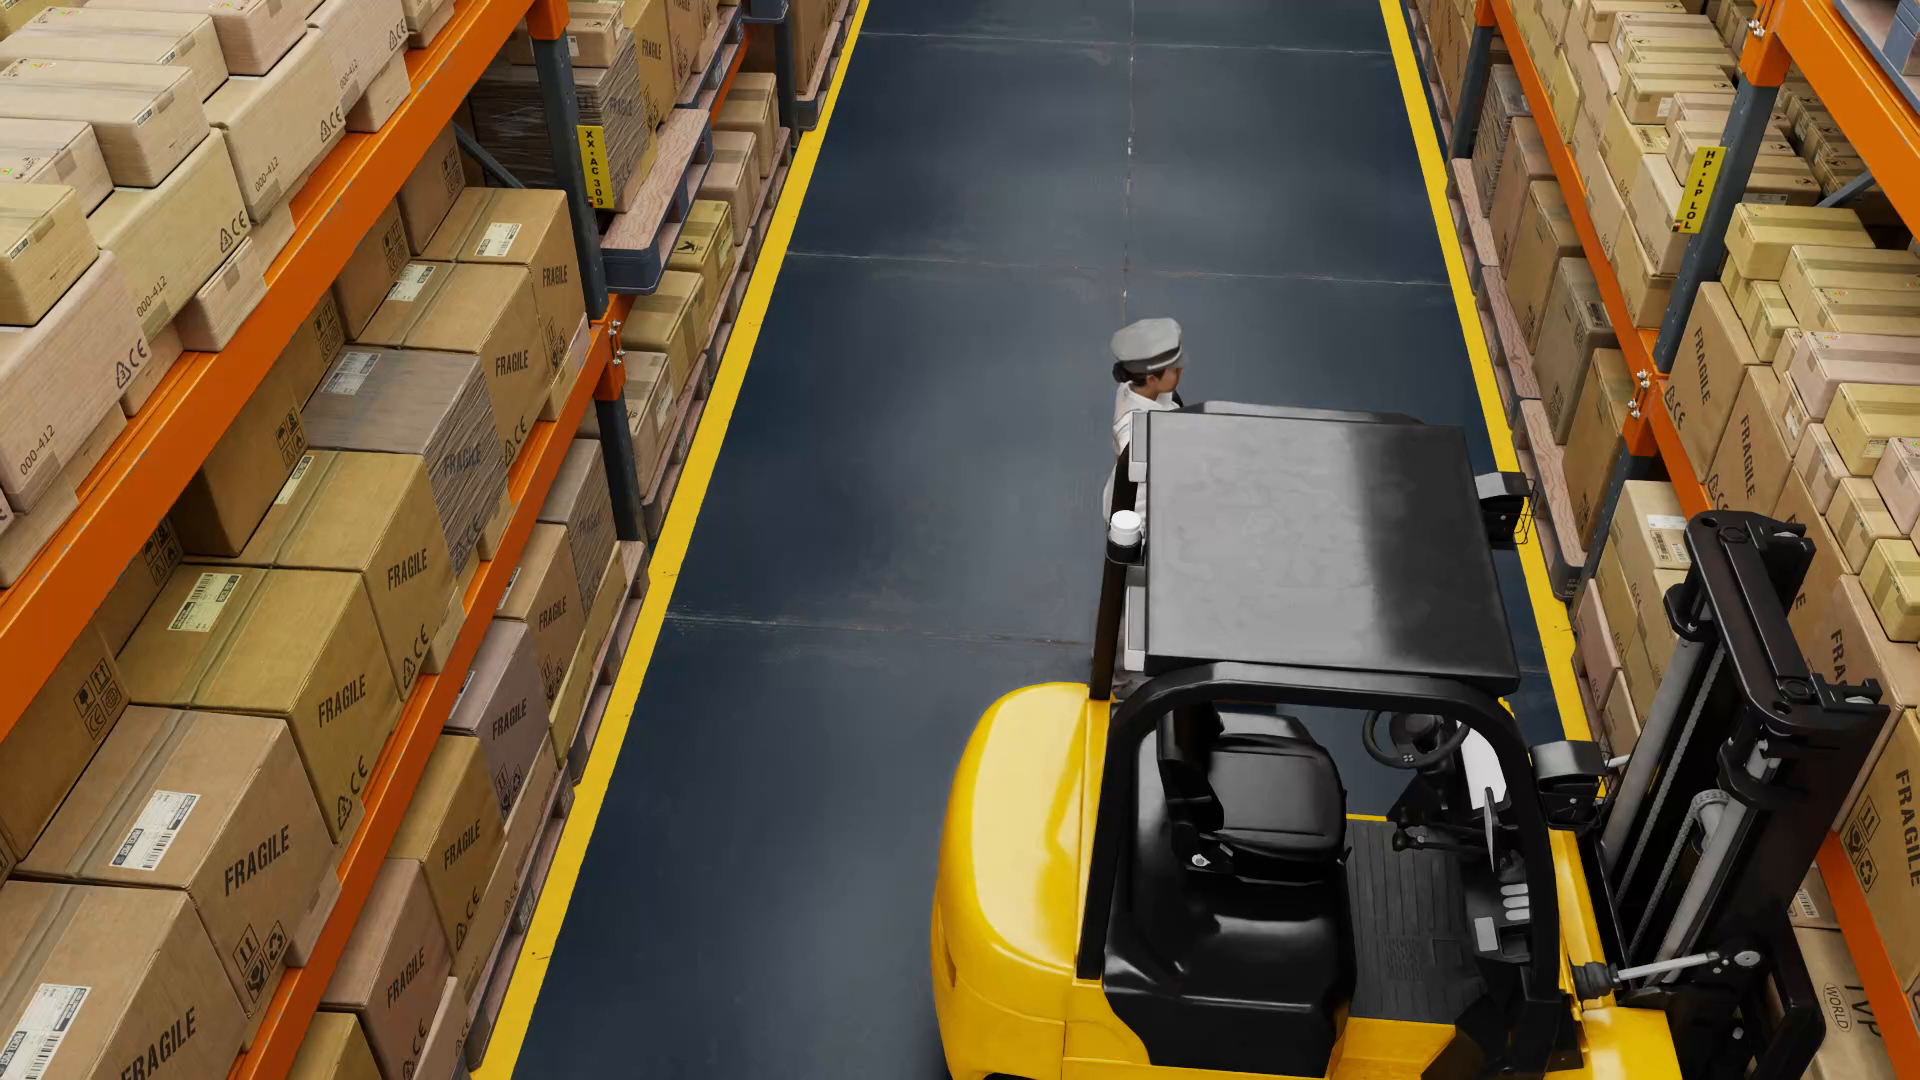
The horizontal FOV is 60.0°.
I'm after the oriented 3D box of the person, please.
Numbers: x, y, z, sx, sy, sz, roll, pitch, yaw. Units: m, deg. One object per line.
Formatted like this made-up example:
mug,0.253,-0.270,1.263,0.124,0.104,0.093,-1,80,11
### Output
person,0.692,-0.089,6.253,0.341,1.679,0.465,4,40,5
